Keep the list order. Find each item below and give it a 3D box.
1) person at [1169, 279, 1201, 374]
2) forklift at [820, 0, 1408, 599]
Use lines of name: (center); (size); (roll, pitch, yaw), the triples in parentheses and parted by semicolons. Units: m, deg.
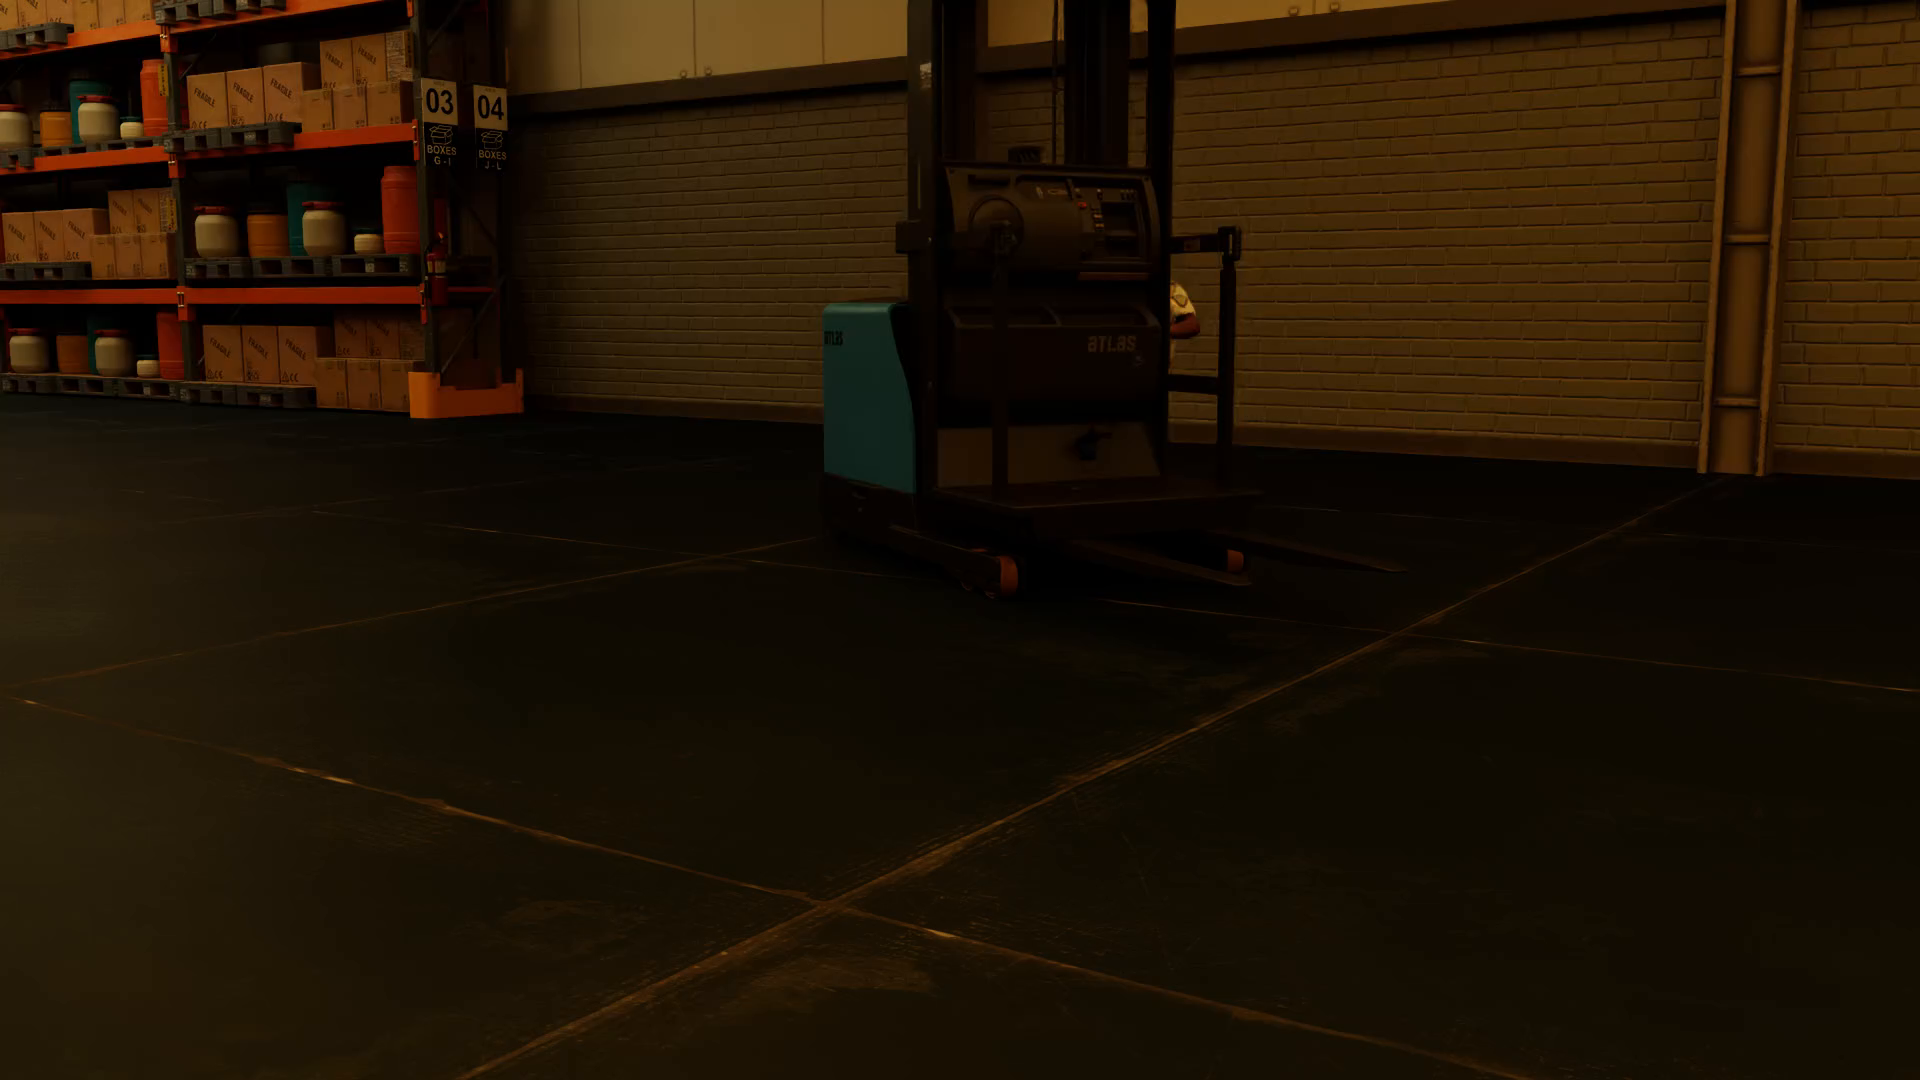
person: (0.630, -0.715, 7.457); (0.887, 1.441, 0.817); (5, 10, 32)
forklift: (0.470, -1.304, 6.363); (1.130, 2.935, 3.031); (-4, 9, -26)
